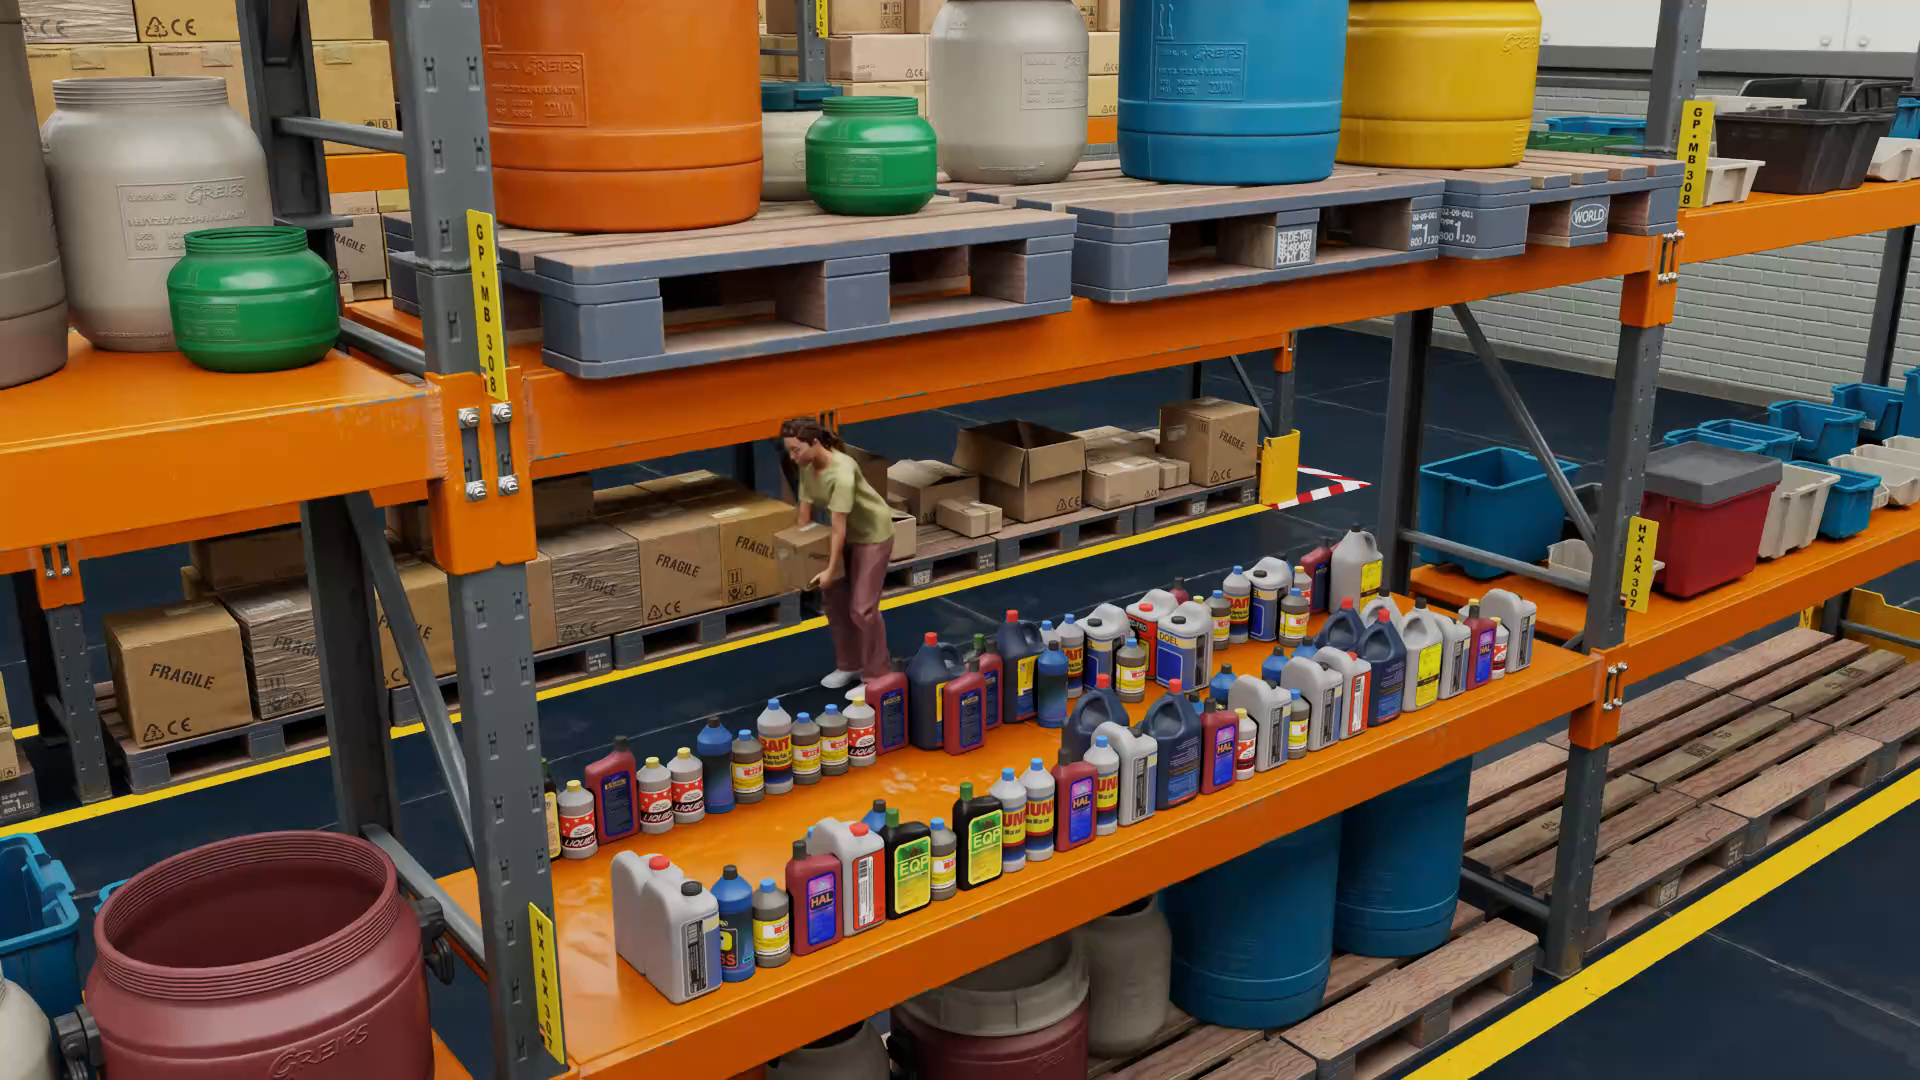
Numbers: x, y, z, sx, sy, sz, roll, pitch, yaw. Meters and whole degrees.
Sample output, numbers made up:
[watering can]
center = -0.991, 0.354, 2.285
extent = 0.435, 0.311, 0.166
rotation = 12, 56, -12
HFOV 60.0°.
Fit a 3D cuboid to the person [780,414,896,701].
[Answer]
[person]
center = -0.628, 0.075, 8.529
extent = 0.615, 1.555, 0.402
rotation = -14, 22, -36
